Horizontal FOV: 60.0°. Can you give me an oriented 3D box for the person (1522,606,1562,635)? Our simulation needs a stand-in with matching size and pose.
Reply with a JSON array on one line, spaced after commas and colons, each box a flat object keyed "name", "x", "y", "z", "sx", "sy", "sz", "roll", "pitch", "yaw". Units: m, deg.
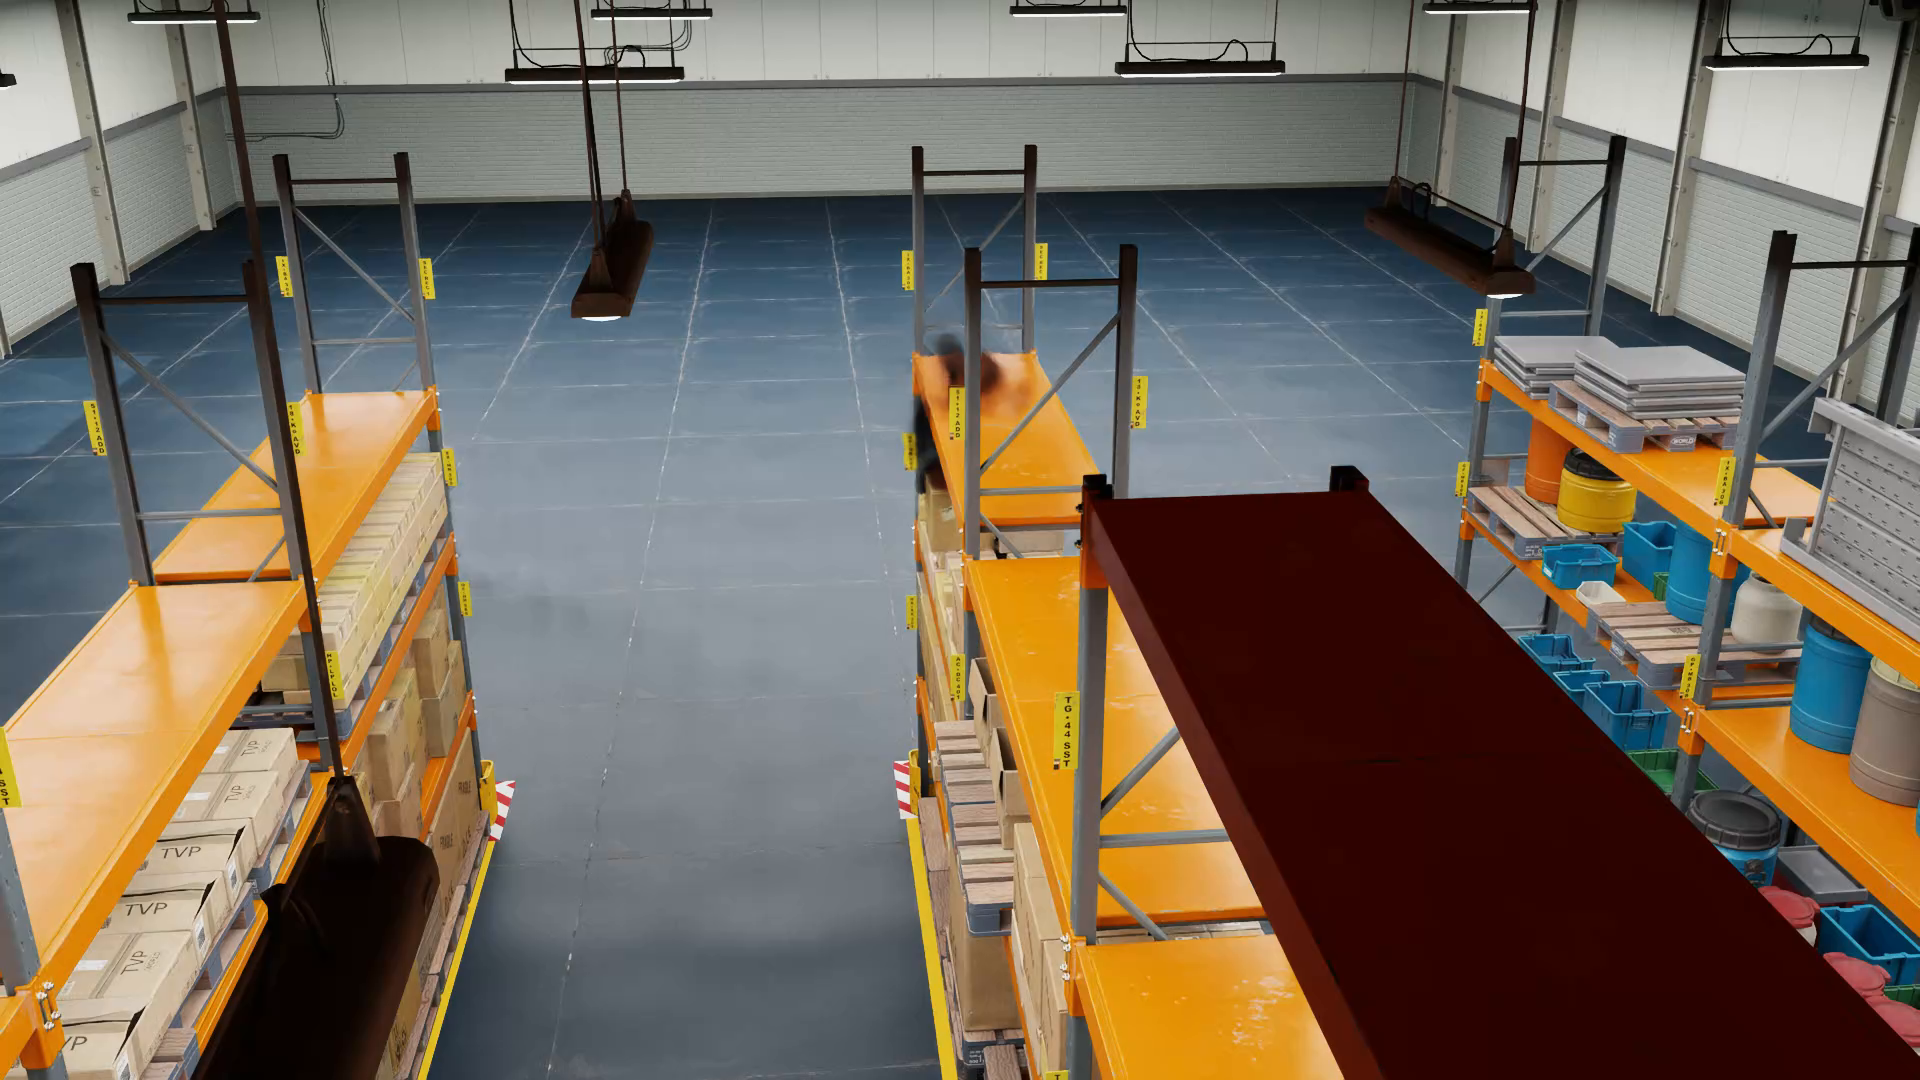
[{"name": "person", "x": 6.878, "y": 0.288, "z": 18.583, "sx": 0.938, "sy": 1.696, "sz": 0.596, "roll": 6, "pitch": 22, "yaw": 15}]
